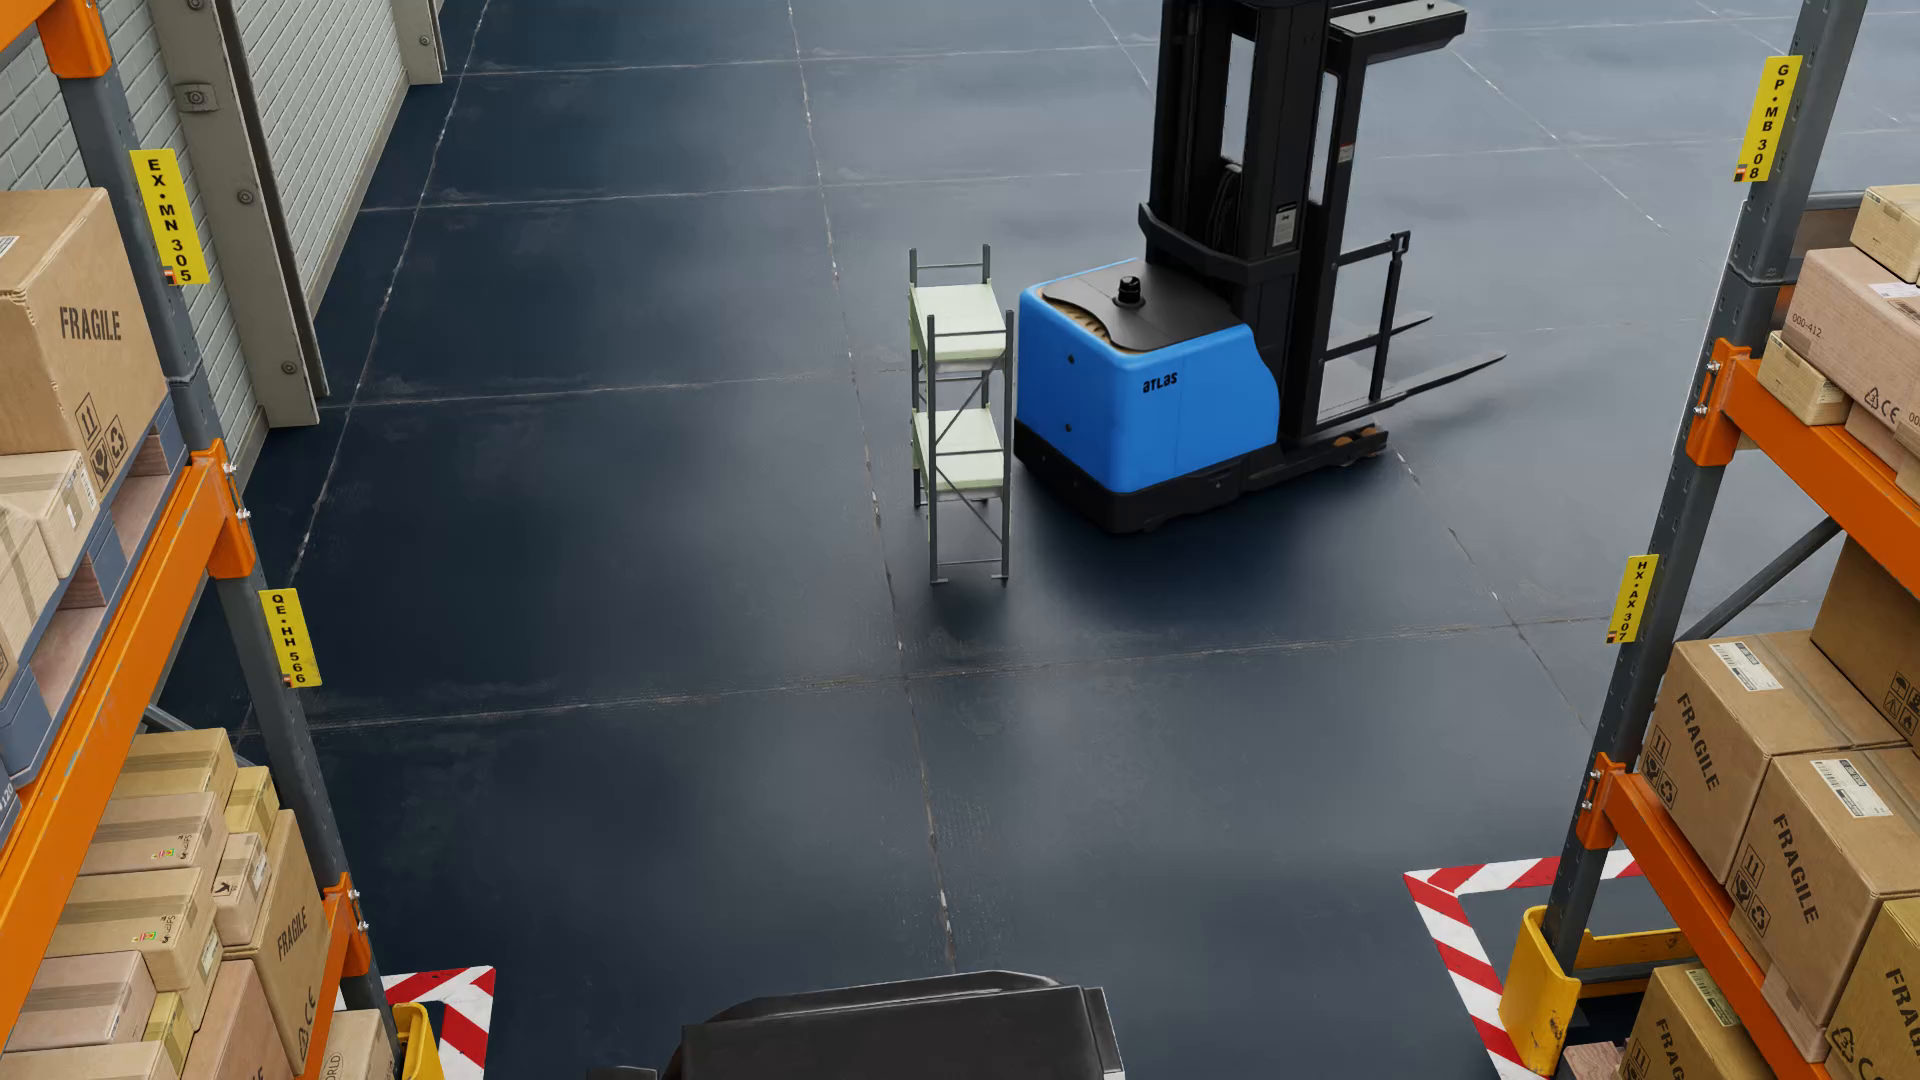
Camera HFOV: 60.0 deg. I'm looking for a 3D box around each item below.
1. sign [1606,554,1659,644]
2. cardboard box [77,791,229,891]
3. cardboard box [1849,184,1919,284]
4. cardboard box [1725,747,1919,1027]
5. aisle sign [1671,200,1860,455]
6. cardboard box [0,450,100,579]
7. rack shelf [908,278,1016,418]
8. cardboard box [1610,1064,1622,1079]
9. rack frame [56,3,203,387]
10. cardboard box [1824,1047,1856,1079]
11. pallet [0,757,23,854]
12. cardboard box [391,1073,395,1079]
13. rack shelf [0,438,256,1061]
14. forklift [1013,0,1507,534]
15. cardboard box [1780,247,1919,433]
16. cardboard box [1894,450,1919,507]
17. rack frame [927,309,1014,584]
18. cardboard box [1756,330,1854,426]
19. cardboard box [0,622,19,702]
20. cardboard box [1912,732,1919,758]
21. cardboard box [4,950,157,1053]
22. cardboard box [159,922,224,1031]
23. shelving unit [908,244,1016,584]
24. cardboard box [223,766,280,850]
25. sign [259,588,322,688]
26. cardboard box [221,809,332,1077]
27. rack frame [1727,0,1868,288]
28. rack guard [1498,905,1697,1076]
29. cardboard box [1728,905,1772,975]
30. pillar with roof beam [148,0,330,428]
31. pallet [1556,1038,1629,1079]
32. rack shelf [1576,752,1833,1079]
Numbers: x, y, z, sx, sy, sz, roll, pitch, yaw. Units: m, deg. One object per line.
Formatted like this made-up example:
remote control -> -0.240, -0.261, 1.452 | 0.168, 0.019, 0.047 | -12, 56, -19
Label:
sign -> 2.044, 0.181, 5.052 | 0.100, 0.325, 0.005 | -4, 35, -6
cardboard box -> -2.015, 0.763, 4.038 | 0.380, 0.149, 0.250 | -4, 35, -6
cardboard box -> 2.428, -0.754, 4.044 | 0.380, 0.149, 0.250 | -5, 35, -7
cardboard box -> 2.444, 0.908, 4.402 | 0.500, 0.500, 0.500 | -3, 34, -5
aisle sign -> 2.266, -0.588, 4.640 | 0.394, 0.787, 0.004 | -4, 35, -6
cardboard box -> -1.924, -0.035, 3.236 | 0.380, 0.149, 0.250 | -5, 35, -8
rack shelf -> -0.001, -0.946, 8.113 | 0.431, 0.370, 0.720 | -4, 35, -6
cardboard box -> 2.416, 1.932, 5.321 | 0.500, 0.250, 0.500 | -5, 35, -7
rack frame -> -2.336, -1.603, 3.112 | 1.000, 3.000, 0.127 | -4, 35, -6
cardboard box -> 2.482, 1.388, 4.273 | 0.380, 0.149, 0.250 | -3, 34, -5
pallet -> -2.099, 0.752, 2.398 | 1.003, 0.211, 1.213 | -4, 35, -6
cardboard box -> -1.961, 1.880, 4.953 | 0.500, 0.250, 0.500 | -5, 35, -7
rack shelf -> -2.067, 1.050, 2.521 | 1.077, 0.370, 4.000 | -4, 35, -6
forklift -> 1.824, -1.858, 8.874 | 3.031, 2.935, 1.130 | -19, 39, -26
cardboard box -> 2.386, -0.502, 4.028 | 0.500, 0.250, 0.500 | -5, 35, -7
cardboard box -> 2.430, -0.138, 3.849 | 0.380, 0.149, 0.250 | -3, 34, -5
rack frame -> 0.048, -0.419, 8.033 | 0.400, 1.500, 0.023 | -4, 35, -6
cardboard box -> 2.305, -0.428, 4.274 | 0.380, 0.149, 0.250 | -4, 35, -6
cardboard box -> -1.997, 0.188, 2.597 | 0.700, 0.500, 0.500 | -4, 34, -6
cardboard box -> 2.928, 0.472, 4.153 | 0.700, 0.500, 0.500 | -4, 34, -6
cardboard box -> -1.993, 1.051, 3.615 | 0.380, 0.149, 0.250 | -4, 34, -6
cardboard box -> -1.974, 1.028, 3.912 | 0.380, 0.149, 0.250 | -4, 34, -5
shelving unit -> -0.001, -0.623, 8.333 | 0.431, 1.500, 0.755 | -4, 35, -6
cardboard box -> -2.012, 0.739, 4.338 | 0.380, 0.149, 0.250 | -4, 34, -6
sign -> -1.797, 0.266, 4.457 | 0.100, 0.325, 0.005 | -4, 35, -6
cardboard box -> -2.010, 1.089, 4.399 | 0.500, 0.500, 0.500 | -5, 35, -7
rack frame -> 2.582, -1.981, 3.667 | 1.000, 3.000, 0.127 | -4, 35, -6
rack guard -> 2.592, 1.573, 5.998 | 1.175, 0.500, 0.348 | -4, 35, -6
cardboard box -> 2.426, 1.101, 4.694 | 0.380, 0.149, 0.250 | -5, 35, -8
pillar with roof beam -> 0.323, -4.821, 7.833 | 9.100, 9.000, 0.400 | -4, 35, -6
pallet -> 2.666, 2.148, 5.410 | 1.003, 0.211, 1.213 | -4, 35, -6
rack shelf -> 2.851, 1.911, 3.921 | 1.077, 0.370, 4.000 | -4, 35, -6
